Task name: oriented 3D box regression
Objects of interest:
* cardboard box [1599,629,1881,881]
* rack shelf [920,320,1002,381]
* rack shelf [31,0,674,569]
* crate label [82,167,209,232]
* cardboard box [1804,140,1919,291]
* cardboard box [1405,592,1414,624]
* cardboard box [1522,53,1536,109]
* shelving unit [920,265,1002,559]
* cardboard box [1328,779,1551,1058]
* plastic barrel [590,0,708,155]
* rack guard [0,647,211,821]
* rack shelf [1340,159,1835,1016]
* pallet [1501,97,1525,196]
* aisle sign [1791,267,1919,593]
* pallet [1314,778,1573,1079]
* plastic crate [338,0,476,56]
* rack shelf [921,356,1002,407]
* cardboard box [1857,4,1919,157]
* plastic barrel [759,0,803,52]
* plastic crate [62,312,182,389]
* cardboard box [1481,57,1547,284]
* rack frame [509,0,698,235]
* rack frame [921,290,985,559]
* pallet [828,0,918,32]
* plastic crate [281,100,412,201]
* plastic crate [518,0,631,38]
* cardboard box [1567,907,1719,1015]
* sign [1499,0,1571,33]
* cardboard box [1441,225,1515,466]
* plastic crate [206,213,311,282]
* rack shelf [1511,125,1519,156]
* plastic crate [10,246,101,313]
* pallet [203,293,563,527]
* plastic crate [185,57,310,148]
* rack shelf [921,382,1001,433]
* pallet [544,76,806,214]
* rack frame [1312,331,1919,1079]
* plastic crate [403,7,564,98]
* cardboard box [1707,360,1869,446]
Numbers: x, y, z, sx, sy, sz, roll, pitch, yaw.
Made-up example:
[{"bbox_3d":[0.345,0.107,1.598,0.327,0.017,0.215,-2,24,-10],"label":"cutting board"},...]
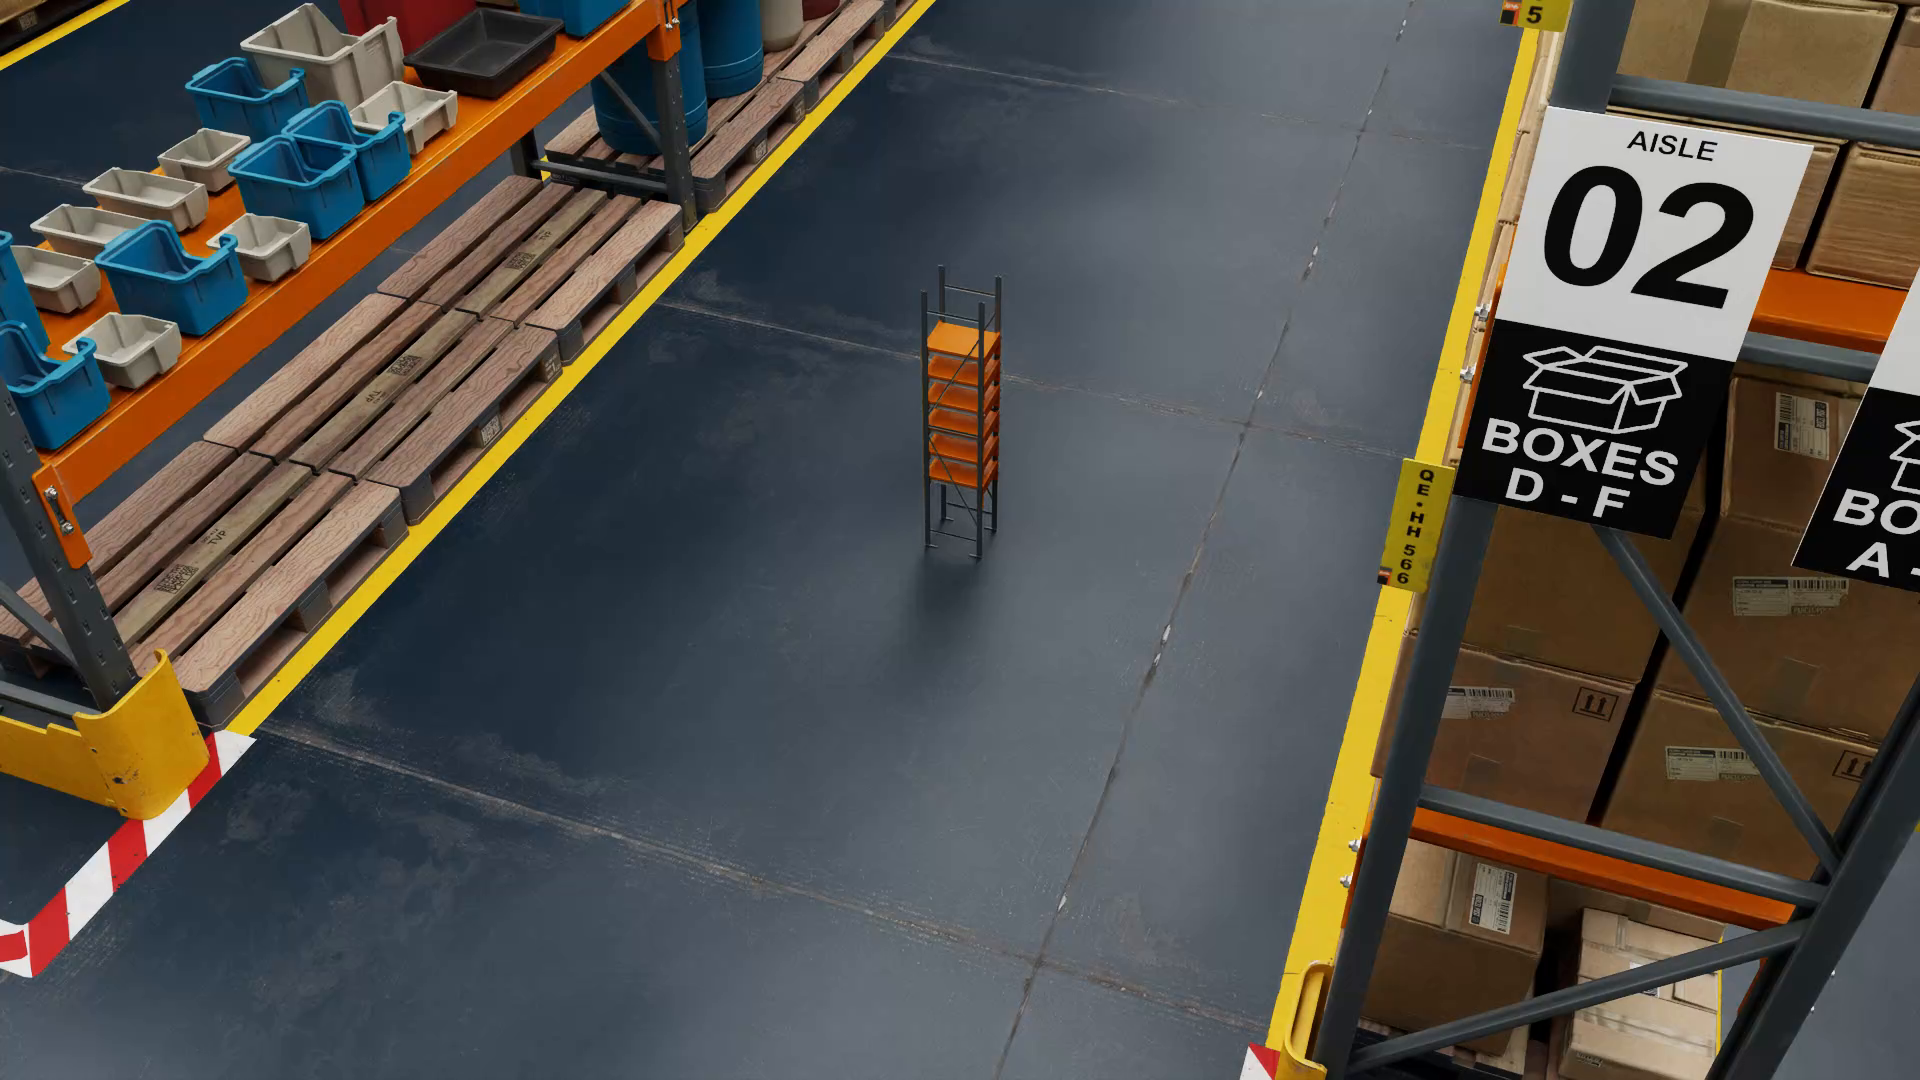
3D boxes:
[{"bbox_3d":[1.826,0.422,3.867,0.500,0.500,0.500,14,42,16],"label":"cardboard box"},{"bbox_3d":[0.005,-0.705,6.166,0.258,0.103,0.180,13,42,15],"label":"rack shelf"},{"bbox_3d":[-2.543,-1.376,6.606,1.077,0.370,4.000,13,42,15],"label":"rack shelf"},{"bbox_3d":[-2.934,-1.239,6.048,0.396,0.136,0.243,13,42,15],"label":"crate label"},{"bbox_3d":[1.841,-0.669,3.027,0.500,0.250,0.500,13,42,15],"label":"cardboard box"},{"bbox_3d":[1.498,-0.017,4.382,0.500,0.500,0.500,14,42,15],"label":"cardboard box"},{"bbox_3d":[3.214,-2.265,8.680,0.500,0.500,0.500,12,42,14],"label":"cardboard box"},{"bbox_3d":[0.005,-0.465,6.371,0.258,1.200,0.189,13,42,15],"label":"shelving unit"},{"bbox_3d":[1.381,1.069,4.773,0.500,0.500,0.500,13,42,15],"label":"cardboard box"},{"bbox_3d":[-1.657,-2.559,8.731,0.600,0.901,0.708,13,42,15],"label":"plastic barrel"},{"bbox_3d":[-3.223,0.539,5.733,1.175,0.500,0.348,13,42,15],"label":"rack guard"},{"bbox_3d":[2.110,-0.274,5.314,1.077,0.370,4.000,13,42,15],"label":"rack shelf"},{"bbox_3d":[3.452,-1.958,8.882,1.003,0.211,1.213,13,42,15],"label":"pallet"},{"bbox_3d":[1.679,-0.210,2.682,0.394,0.787,0.004,13,42,15],"label":"aisle sign"},{"bbox_3d":[1.724,1.200,5.181,1.003,0.211,1.213,13,42,15],"label":"pallet"},{"bbox_3d":[-2.401,-2.428,7.189,0.402,0.464,0.583,13,42,15],"label":"plastic crate"},{"bbox_3d":[0.005,-0.614,6.244,0.258,0.103,0.180,13,42,15],"label":"rack shelf"},{"bbox_3d":[1.846,-0.858,2.864,0.500,0.250,0.500,13,42,15],"label":"cardboard box"},{"bbox_3d":[-1.138,-3.167,9.744,0.421,0.512,0.421,0,40,0],"label":"plastic barrel"},{"bbox_3d":[-2.646,-0.607,5.307,0.250,0.136,0.298,13,42,15],"label":"plastic crate"},{"bbox_3d":[1.840,-1.018,4.784,0.500,0.500,0.500,15,43,16],"label":"cardboard box"},{"bbox_3d":[-1.860,-2.869,7.802,1.000,3.000,0.127,13,42,15],"label":"rack frame"},{"bbox_3d":[-0.026,-0.409,6.306,0.240,1.200,0.006,13,42,15],"label":"rack frame"},{"bbox_3d":[-0.722,-3.758,10.992,1.003,0.211,1.213,13,42,15],"label":"pallet"},{"bbox_3d":[-2.281,-1.452,6.224,0.416,0.233,0.300,13,42,15],"label":"plastic crate"},{"bbox_3d":[-1.699,-2.526,7.365,0.392,0.384,0.575,13,42,15],"label":"plastic crate"},{"bbox_3d":[1.978,1.251,4.817,0.380,0.166,0.250,13,42,15],"label":"cardboard box"},{"bbox_3d":[0.911,-0.941,2.549,0.100,0.325,0.005,13,42,15],"label":"sign"},{"bbox_3d":[1.492,-0.387,4.045,0.500,0.500,0.500,14,43,16],"label":"cardboard box"},{"bbox_3d":[-2.414,-1.021,5.792,0.250,0.136,0.298,13,42,15],"label":"plastic crate"},{"bbox_3d":[3.478,-2.714,8.174,1.077,0.370,4.000,13,42,15],"label":"rack shelf"},{"bbox_3d":[-3.119,-0.890,5.639,0.396,0.136,0.243,13,42,15],"label":"plastic crate"},{"bbox_3d":[-2.490,-0.605,7.296,1.003,0.211,1.213,13,42,15],"label":"pallet"},{"bbox_3d":[-2.766,-1.698,6.512,0.416,0.233,0.300,13,42,15],"label":"plastic crate"},{"bbox_3d":[0.005,-0.523,6.322,0.258,0.103,0.180,13,42,15],"label":"rack shelf"},{"bbox_3d":[-1.556,-2.270,9.248,1.003,0.211,1.213,13,42,15],"label":"pallet"},{"bbox_3d":[1.426,0.672,3.651,1.000,3.000,0.127,13,42,15],"label":"rack frame"},{"bbox_3d":[-1.990,-2.045,7.002,0.437,0.125,0.590,13,42,15],"label":"plastic crate"},{"bbox_3d":[1.997,-0.279,3.919,0.500,0.500,0.500,14,42,16],"label":"cardboard box"}]
